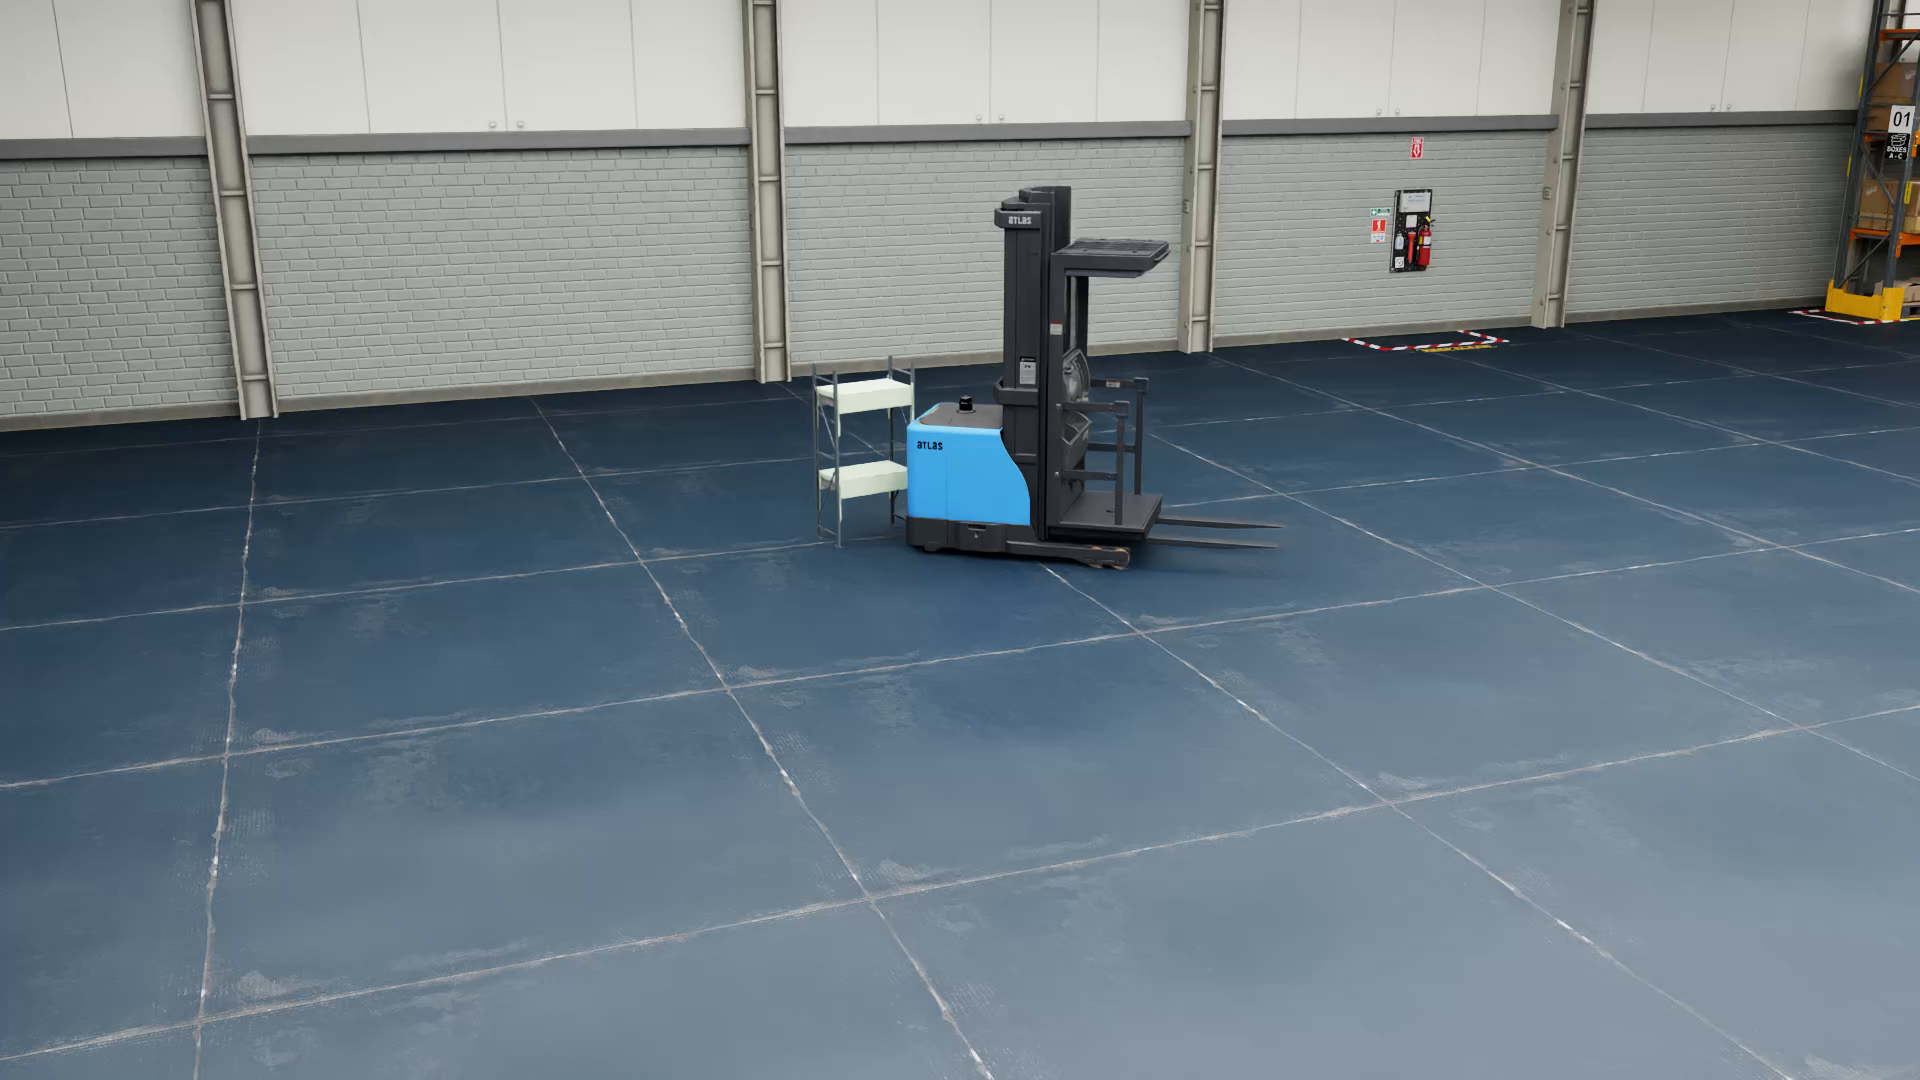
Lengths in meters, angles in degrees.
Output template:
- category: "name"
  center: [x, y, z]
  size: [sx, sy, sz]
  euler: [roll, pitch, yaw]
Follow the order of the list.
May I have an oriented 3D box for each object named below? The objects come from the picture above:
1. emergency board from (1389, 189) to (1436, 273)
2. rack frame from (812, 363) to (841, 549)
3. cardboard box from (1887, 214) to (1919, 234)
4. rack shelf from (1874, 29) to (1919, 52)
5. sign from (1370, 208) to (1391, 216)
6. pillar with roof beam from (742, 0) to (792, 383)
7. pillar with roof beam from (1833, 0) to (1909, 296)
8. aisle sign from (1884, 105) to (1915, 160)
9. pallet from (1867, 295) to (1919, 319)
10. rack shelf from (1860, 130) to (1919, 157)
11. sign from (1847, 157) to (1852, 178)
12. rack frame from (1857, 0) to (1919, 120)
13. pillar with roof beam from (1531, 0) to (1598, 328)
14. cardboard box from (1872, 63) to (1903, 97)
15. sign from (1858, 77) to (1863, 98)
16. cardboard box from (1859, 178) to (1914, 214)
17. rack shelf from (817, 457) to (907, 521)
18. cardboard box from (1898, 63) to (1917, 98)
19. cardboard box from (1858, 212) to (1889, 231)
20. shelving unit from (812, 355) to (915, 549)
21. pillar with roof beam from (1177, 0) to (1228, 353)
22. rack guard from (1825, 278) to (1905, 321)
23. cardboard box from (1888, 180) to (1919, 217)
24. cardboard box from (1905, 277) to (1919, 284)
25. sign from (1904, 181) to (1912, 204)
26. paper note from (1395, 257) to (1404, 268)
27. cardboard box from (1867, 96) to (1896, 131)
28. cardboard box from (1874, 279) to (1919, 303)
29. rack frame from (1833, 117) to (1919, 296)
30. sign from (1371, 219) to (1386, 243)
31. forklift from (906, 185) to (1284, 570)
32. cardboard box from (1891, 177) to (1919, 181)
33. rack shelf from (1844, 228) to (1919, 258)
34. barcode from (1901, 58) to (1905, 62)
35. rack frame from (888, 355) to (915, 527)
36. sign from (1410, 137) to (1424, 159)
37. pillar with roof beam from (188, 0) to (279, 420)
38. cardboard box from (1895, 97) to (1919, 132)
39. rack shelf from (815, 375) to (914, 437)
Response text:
- category: "emergency board"
  center: [6.530, -4.426, 23.845]
  size: [0.643, 1.169, 0.194]
  euler: [-6, 17, -20]
- category: "rack frame"
  center: [-1.108, -0.694, 13.801]
  size: [0.023, 1.500, 0.400]
  euler: [-10, 19, -31]
- category: "cardboard box"
  center: [14.679, -4.875, 25.606]
  size: [0.500, 0.250, 0.500]
  euler: [-7, 18, -22]
- category: "rack shelf"
  center: [15.977, -7.705, 25.648]
  size: [4.000, 0.370, 1.077]
  euler: [-6, 17, -20]
- category: "sign"
  center: [5.984, -4.667, 23.662]
  size: [0.331, 0.109, 0.001]
  euler: [-6, 17, -20]
- category: "pillar with roof beam"
  center: [-0.814, -5.201, 15.837]
  size: [0.400, 9.000, 9.100]
  euler: [-6, 17, -20]
- category: "pillar with roof beam"
  center: [15.994, -7.016, 22.017]
  size: [0.400, 9.000, 9.100]
  euler: [-6, 17, -20]
- category: "aisle sign"
  center: [14.150, -6.133, 25.045]
  size: [0.004, 0.787, 0.394]
  euler: [-6, 17, -20]
- category: "pallet"
  center: [14.952, -3.714, 26.371]
  size: [1.213, 0.211, 1.003]
  euler: [-6, 17, -20]
- category: "rack shelf"
  center: [15.977, -6.267, 26.070]
  size: [4.000, 0.370, 1.077]
  euler: [-6, 17, -20]
- category: "sign"
  center: [13.930, -5.827, 26.001]
  size: [0.005, 0.325, 0.100]
  euler: [-6, 17, -20]
- category: "rack frame"
  center: [14.110, -7.850, 24.859]
  size: [0.127, 3.000, 1.000]
  euler: [-6, 17, -20]
- category: "pillar with roof beam"
  center: [10.392, -6.411, 19.957]
  size: [0.400, 9.000, 9.100]
  euler: [-6, 17, -20]
- category: "cardboard box"
  center: [14.419, -7.060, 25.506]
  size: [0.500, 0.500, 0.500]
  euler: [-5, 17, -18]
- category: "sign"
  center: [13.930, -6.984, 25.661]
  size: [0.005, 0.325, 0.100]
  euler: [-6, 17, -20]
- category: "cardboard box"
  center: [14.474, -5.372, 25.969]
  size: [0.500, 0.500, 0.500]
  euler: [-6, 18, -21]
- category: "rack shelf"
  center: [-0.801, -0.437, 14.083]
  size: [0.720, 0.370, 0.431]
  euler: [-10, 19, -31]
- category: "cardboard box"
  center: [14.556, -6.923, 25.039]
  size: [0.500, 0.500, 0.500]
  euler: [-8, 18, -24]
- category: "cardboard box"
  center: [14.477, -5.007, 26.057]
  size: [0.500, 0.250, 0.500]
  euler: [-6, 17, -19]
- category: "shelving unit"
  center: [-0.801, -0.750, 13.991]
  size: [0.755, 1.500, 0.431]
  euler: [-10, 19, -31]
- category: "pillar with roof beam"
  center: [4.789, -5.806, 17.897]
  size: [0.400, 9.000, 9.100]
  euler: [-6, 17, -20]
- category: "rack guard"
  center: [14.181, -3.780, 26.083]
  size: [0.348, 0.500, 1.175]
  euler: [-6, 17, -20]
- category: "cardboard box"
  center: [14.663, -5.238, 25.512]
  size: [0.500, 0.500, 0.500]
  euler: [-6, 17, -20]
- category: "cardboard box"
  center: [15.320, -3.996, 26.374]
  size: [0.500, 0.311, 0.500]
  euler: [-5, 17, -15]
- category: "sign"
  center: [14.304, -5.244, 25.096]
  size: [0.005, 0.325, 0.100]
  euler: [-6, 17, -20]
- category: "paper note"
  center: [6.340, -4.003, 23.971]
  size: [0.142, 0.148, 0.016]
  euler: [-6, 17, -20]
- category: "cardboard box"
  center: [14.409, -6.577, 25.635]
  size: [0.500, 0.500, 0.500]
  euler: [-5, 17, -16]
- category: "cardboard box"
  center: [14.788, -3.939, 26.178]
  size: [0.500, 0.311, 0.500]
  euler: [-8, 18, -26]
- category: "rack frame"
  center: [14.110, -4.972, 25.704]
  size: [0.127, 3.000, 1.000]
  euler: [-6, 17, -20]
- category: "sign"
  center: [5.977, -4.414, 23.743]
  size: [0.234, 0.329, 0.001]
  euler: [-6, 17, -20]
- category: "forklift"
  center: [1.129, -1.336, 13.445]
  size: [3.031, 2.935, 1.130]
  euler: [4, 17, 14]
- category: "cardboard box"
  center: [14.947, -5.421, 26.133]
  size: [0.500, 0.500, 0.500]
  euler: [-6, 17, -19]
- category: "rack shelf"
  center: [15.977, -4.828, 26.492]
  size: [4.000, 0.370, 1.077]
  euler: [-6, 17, -20]
- category: "barcode"
  center: [14.594, -7.429, 25.734]
  size: [0.075, 0.075, 0.001]
  euler: [-6, 17, -20]
- category: "rack frame"
  center: [-0.493, -0.806, 14.182]
  size: [0.023, 1.500, 0.400]
  euler: [-10, 19, -31]
- category: "sign"
  center: [6.487, -5.563, 23.605]
  size: [0.199, 0.298, 0.001]
  euler: [-6, 17, -20]
- category: "pillar with roof beam"
  center: [-6.417, -4.596, 13.777]
  size: [0.400, 9.000, 9.100]
  euler: [-6, 17, -20]
- category: "cardboard box"
  center: [14.511, -6.436, 25.156]
  size: [0.500, 0.500, 0.500]
  euler: [-6, 17, -19]
- category: "rack shelf"
  center: [-0.801, -1.125, 13.881]
  size: [0.720, 0.370, 0.431]
  euler: [-10, 19, -31]
